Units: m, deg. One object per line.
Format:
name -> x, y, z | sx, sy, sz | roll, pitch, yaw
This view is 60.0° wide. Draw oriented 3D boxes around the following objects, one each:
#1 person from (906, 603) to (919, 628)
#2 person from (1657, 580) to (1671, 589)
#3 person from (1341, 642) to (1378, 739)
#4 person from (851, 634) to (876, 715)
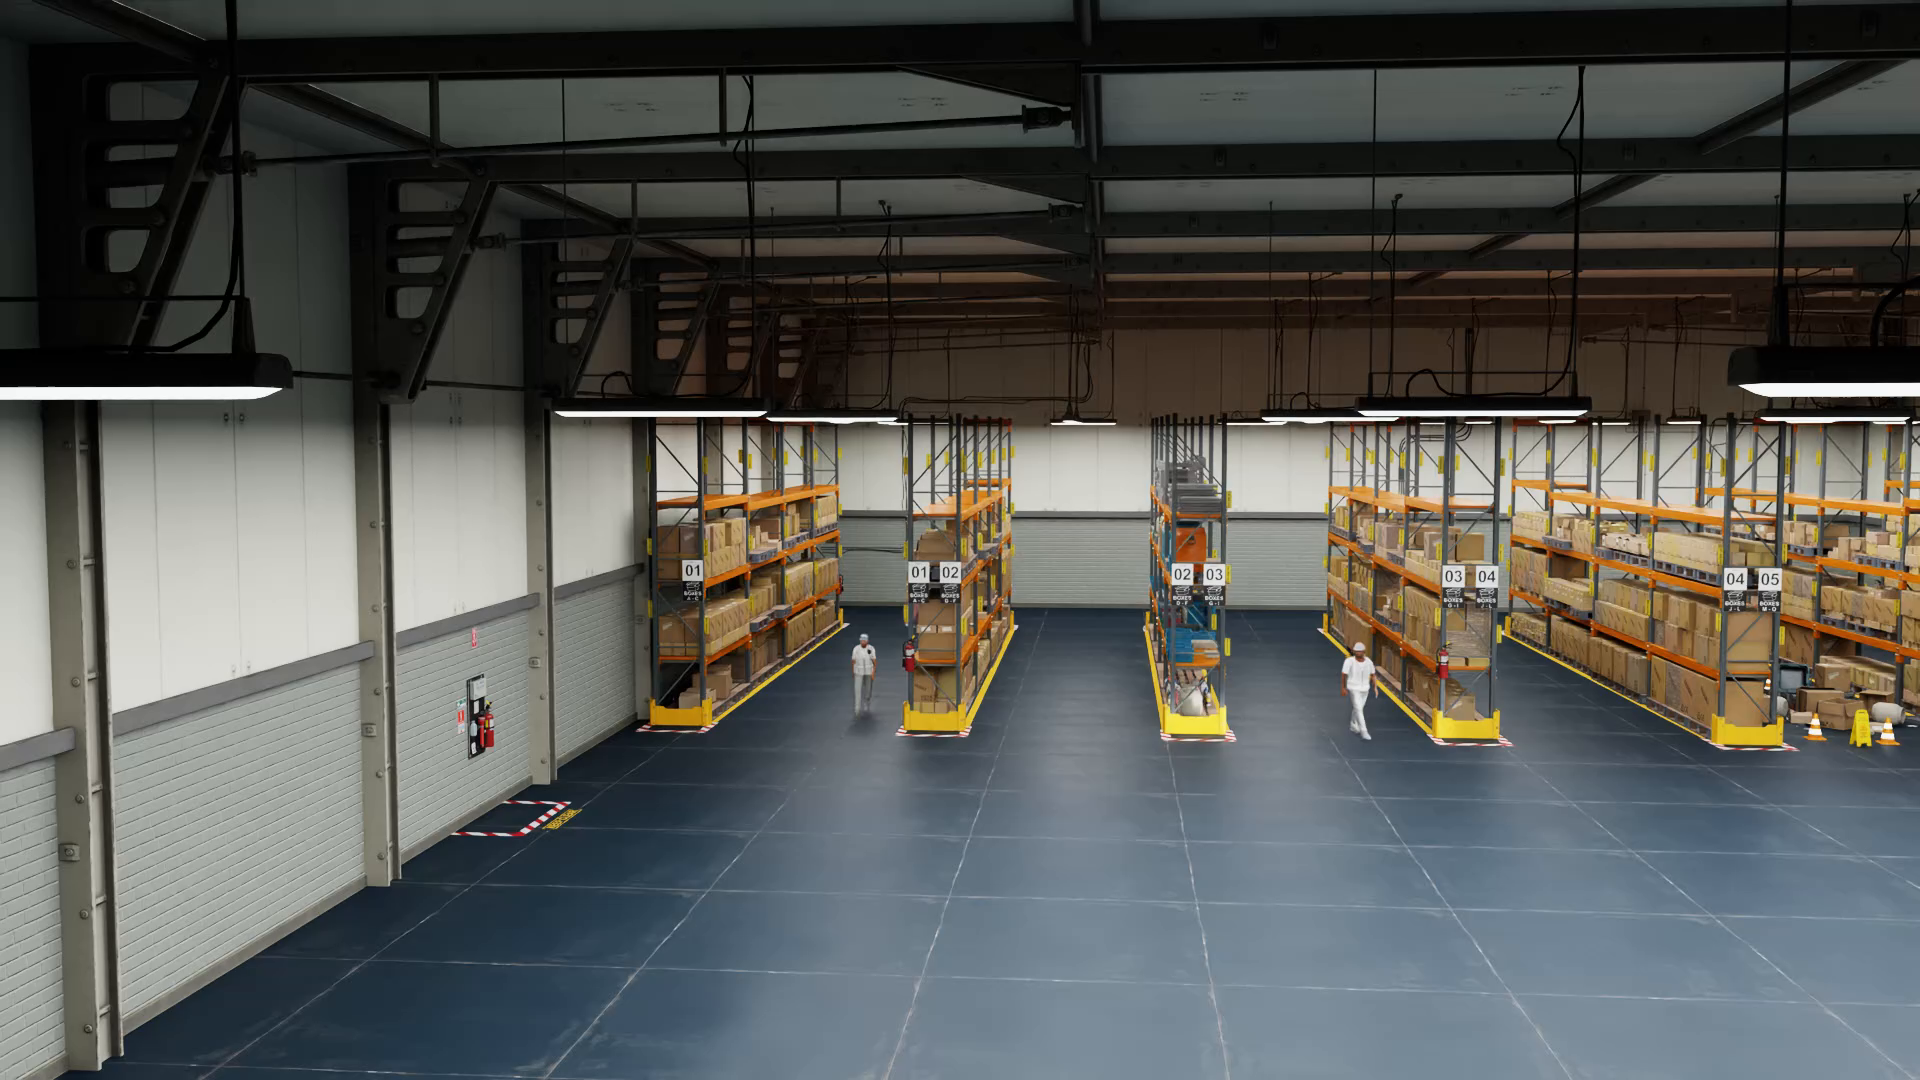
person -> -1.253, 1.681, 47.545 | 0.691, 1.663, 0.541 | -1, 4, -20
person -> 20.834, 1.576, 49.172 | 0.478, 1.640, 0.509 | 0, 4, -5
person -> 7.423, 2.759, 30.778 | 0.598, 1.723, 0.919 | -1, 4, -14
person -> -1.916, 2.669, 33.125 | 0.510, 1.601, 1.004 | -1, 4, -10
